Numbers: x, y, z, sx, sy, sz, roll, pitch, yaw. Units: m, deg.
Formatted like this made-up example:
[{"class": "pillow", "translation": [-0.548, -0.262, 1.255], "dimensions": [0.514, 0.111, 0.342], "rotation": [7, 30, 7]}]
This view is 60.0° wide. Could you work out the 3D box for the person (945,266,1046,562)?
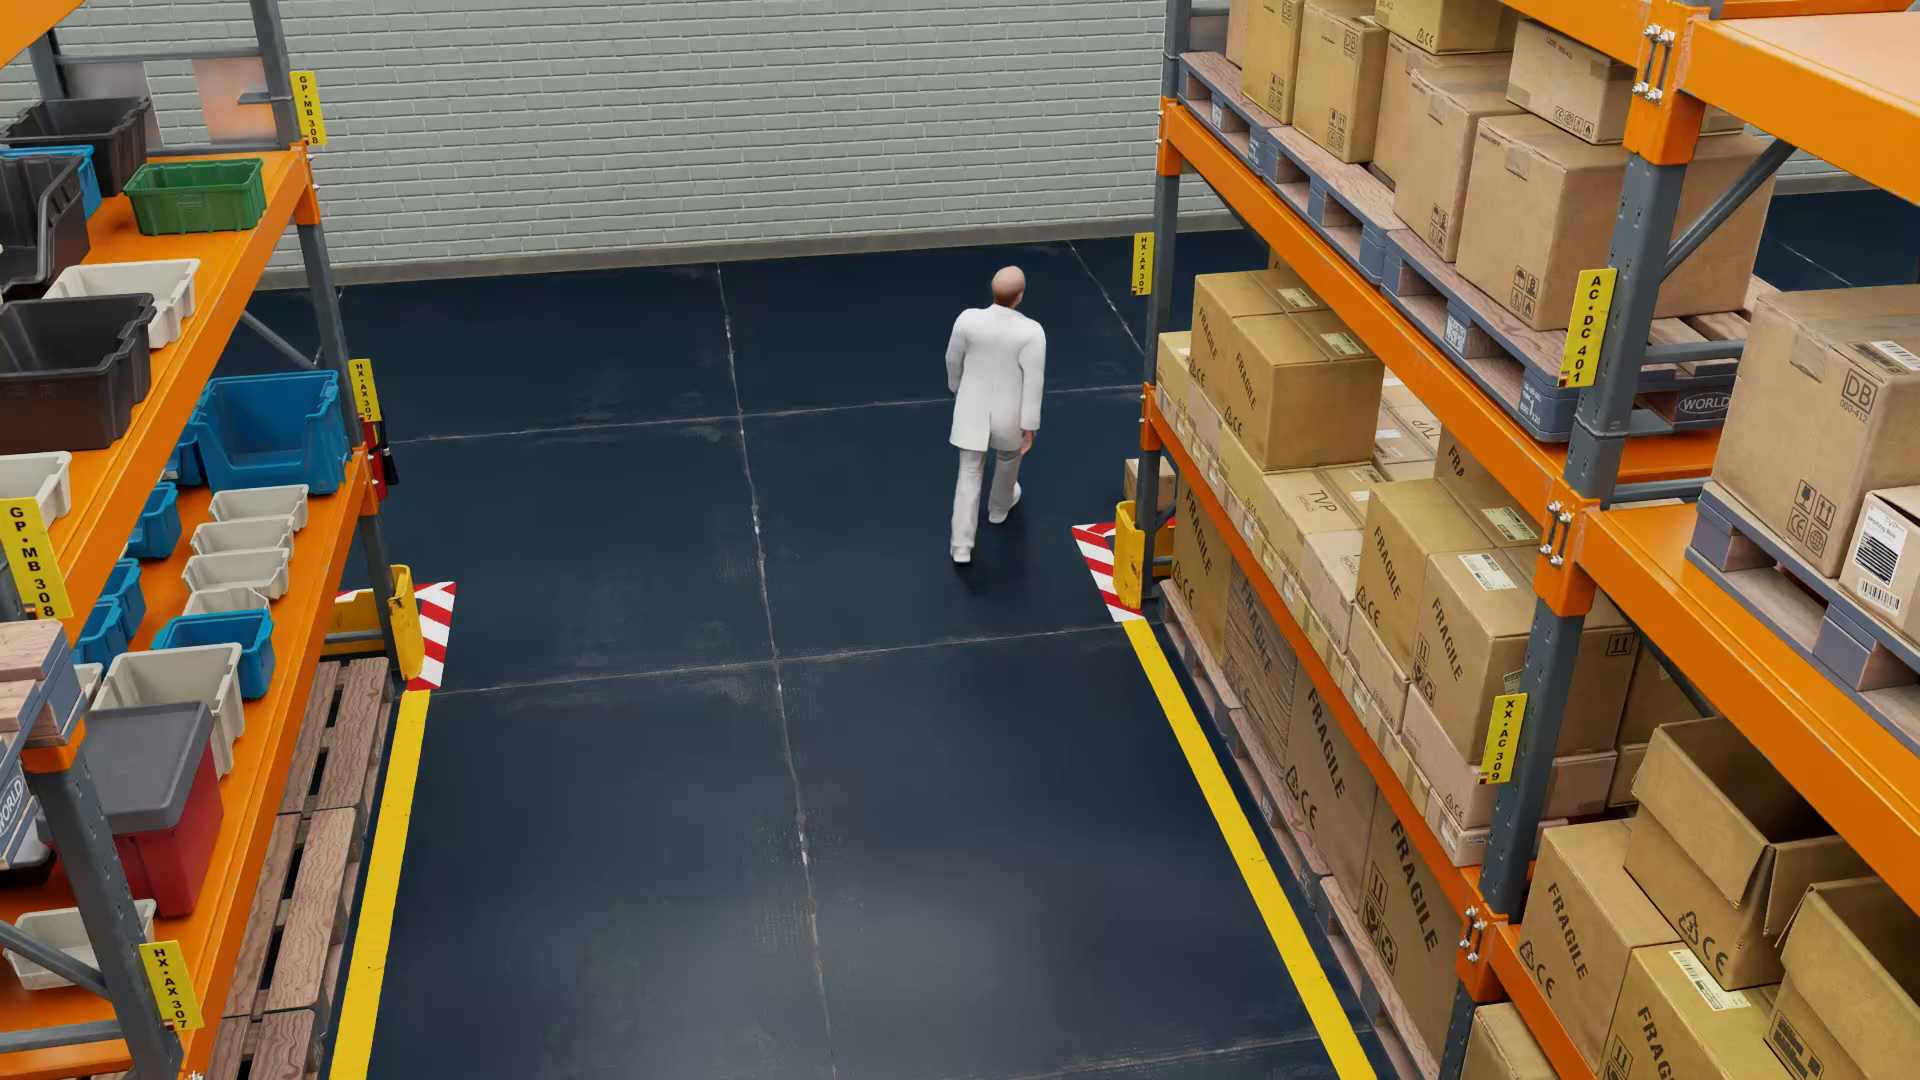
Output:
[{"class": "person", "translation": [0.198, -0.755, 9.460], "dimensions": [0.594, 1.732, 1.076], "rotation": [5, 31, 9]}]
